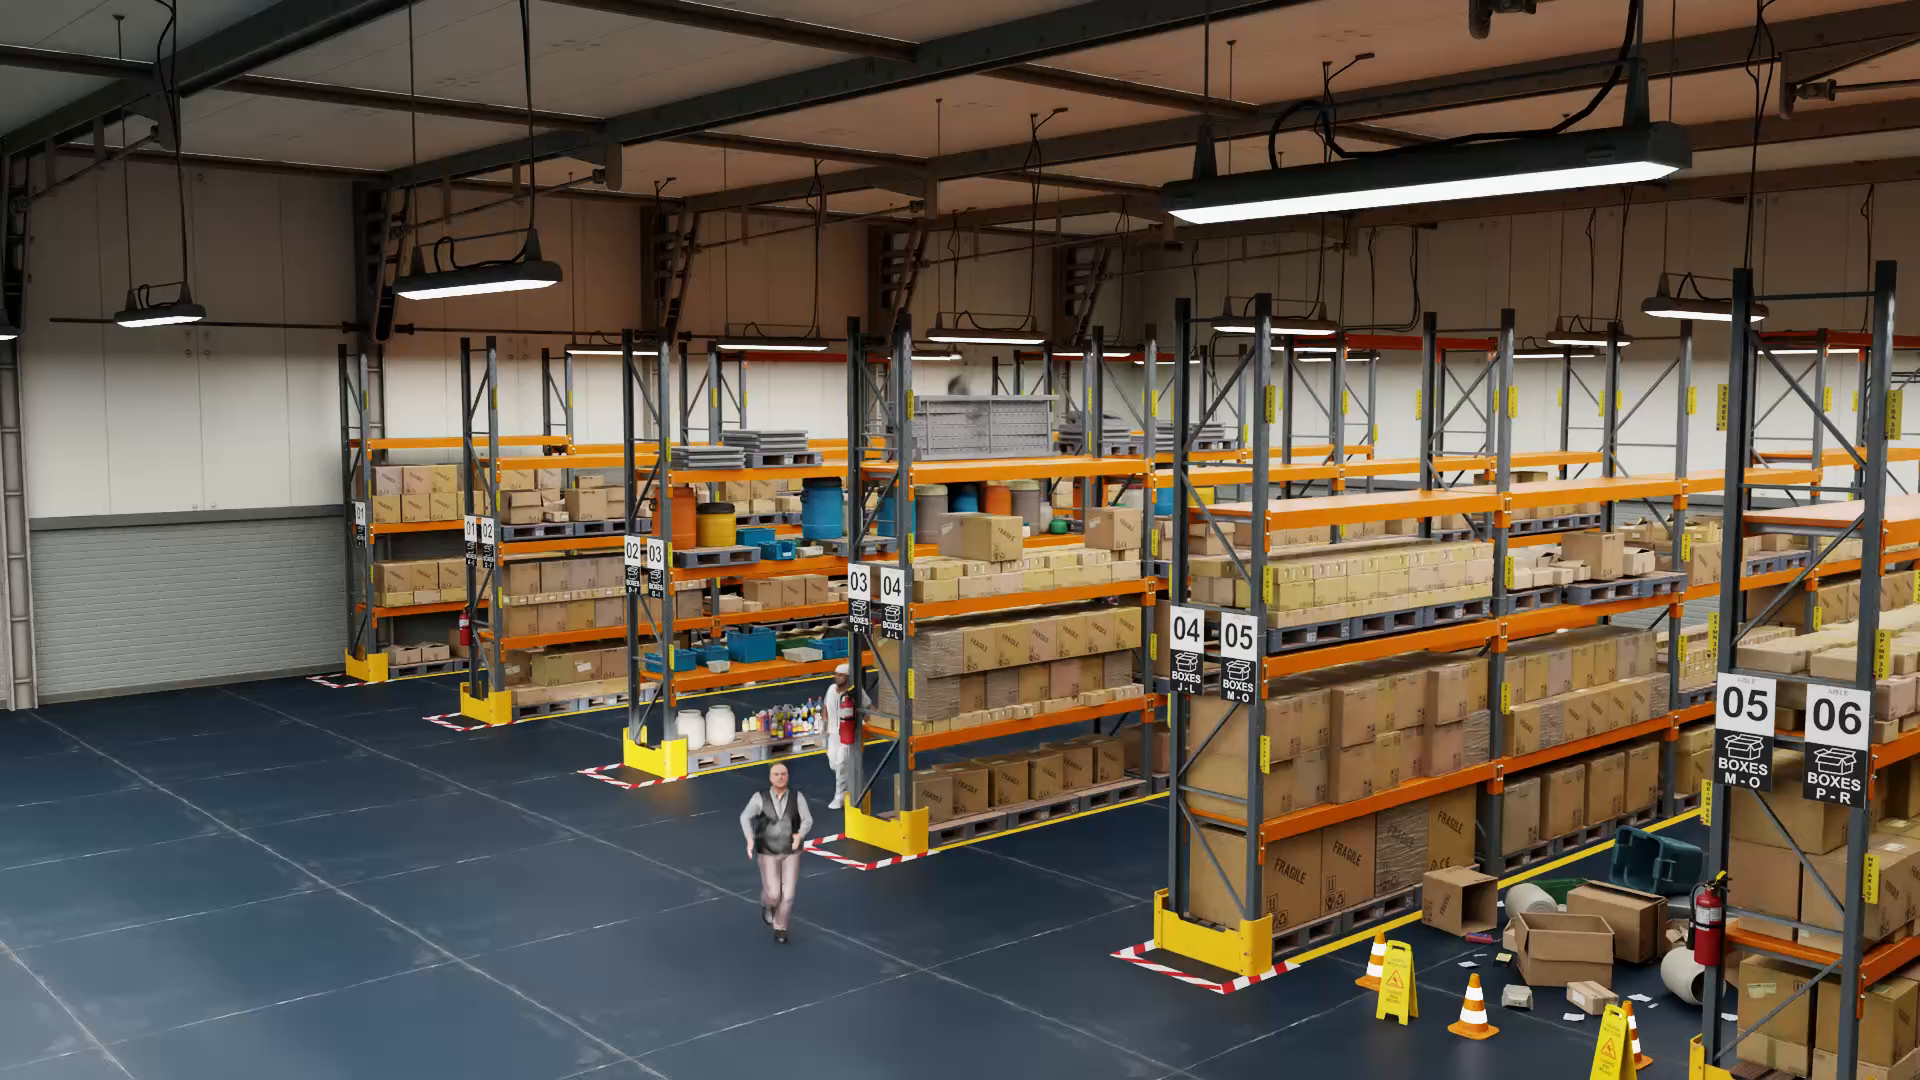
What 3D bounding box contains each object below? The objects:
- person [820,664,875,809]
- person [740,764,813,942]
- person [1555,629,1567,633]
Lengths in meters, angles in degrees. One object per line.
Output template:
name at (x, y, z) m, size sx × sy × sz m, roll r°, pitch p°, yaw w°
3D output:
person at (-1.421, 2.425, 20.841) m, size 0.709 × 1.775 × 0.770 m, roll 3°, pitch 6°, yaw 32°
person at (-1.704, 2.940, 15.602) m, size 0.675 × 1.680 × 0.575 m, roll -1°, pitch 5°, yaw -13°
person at (8.652, 2.145, 24.002) m, size 0.564 × 1.726 × 0.635 m, roll -5°, pitch 7°, yaw -43°
